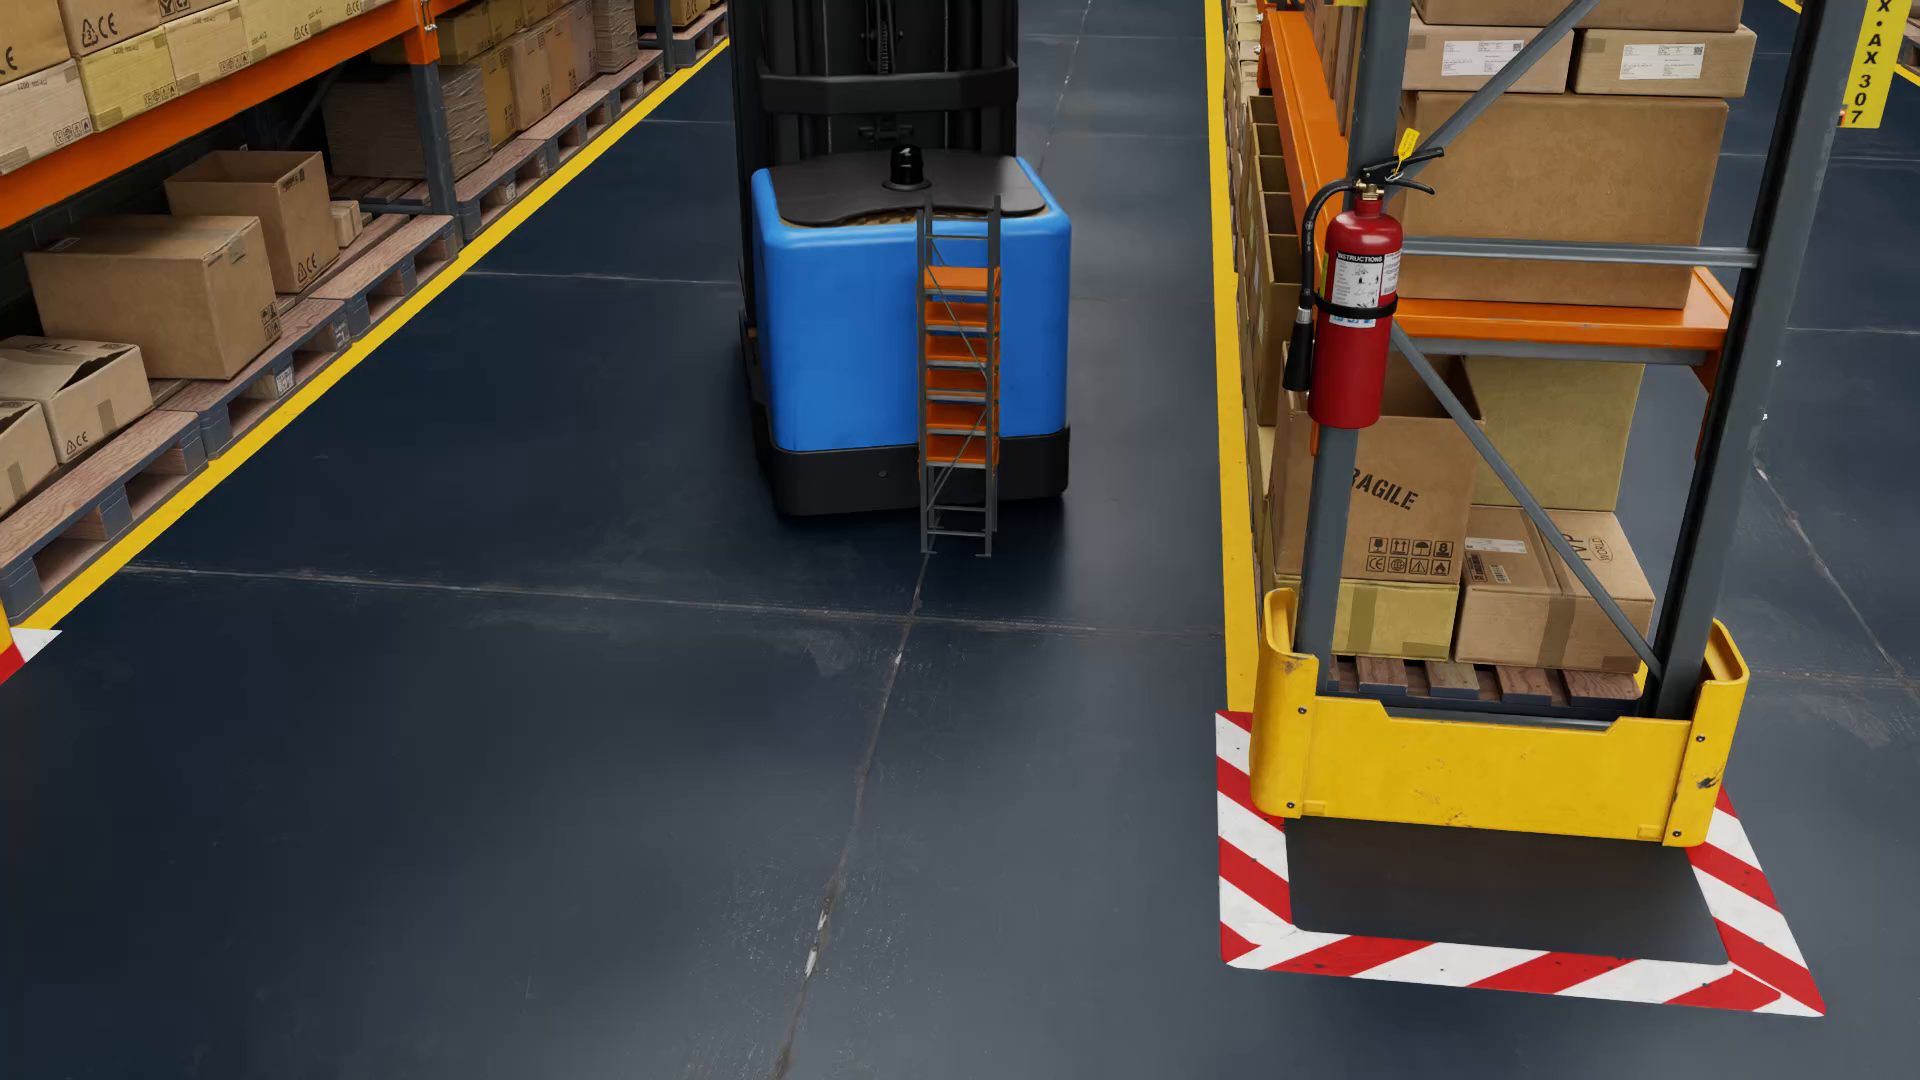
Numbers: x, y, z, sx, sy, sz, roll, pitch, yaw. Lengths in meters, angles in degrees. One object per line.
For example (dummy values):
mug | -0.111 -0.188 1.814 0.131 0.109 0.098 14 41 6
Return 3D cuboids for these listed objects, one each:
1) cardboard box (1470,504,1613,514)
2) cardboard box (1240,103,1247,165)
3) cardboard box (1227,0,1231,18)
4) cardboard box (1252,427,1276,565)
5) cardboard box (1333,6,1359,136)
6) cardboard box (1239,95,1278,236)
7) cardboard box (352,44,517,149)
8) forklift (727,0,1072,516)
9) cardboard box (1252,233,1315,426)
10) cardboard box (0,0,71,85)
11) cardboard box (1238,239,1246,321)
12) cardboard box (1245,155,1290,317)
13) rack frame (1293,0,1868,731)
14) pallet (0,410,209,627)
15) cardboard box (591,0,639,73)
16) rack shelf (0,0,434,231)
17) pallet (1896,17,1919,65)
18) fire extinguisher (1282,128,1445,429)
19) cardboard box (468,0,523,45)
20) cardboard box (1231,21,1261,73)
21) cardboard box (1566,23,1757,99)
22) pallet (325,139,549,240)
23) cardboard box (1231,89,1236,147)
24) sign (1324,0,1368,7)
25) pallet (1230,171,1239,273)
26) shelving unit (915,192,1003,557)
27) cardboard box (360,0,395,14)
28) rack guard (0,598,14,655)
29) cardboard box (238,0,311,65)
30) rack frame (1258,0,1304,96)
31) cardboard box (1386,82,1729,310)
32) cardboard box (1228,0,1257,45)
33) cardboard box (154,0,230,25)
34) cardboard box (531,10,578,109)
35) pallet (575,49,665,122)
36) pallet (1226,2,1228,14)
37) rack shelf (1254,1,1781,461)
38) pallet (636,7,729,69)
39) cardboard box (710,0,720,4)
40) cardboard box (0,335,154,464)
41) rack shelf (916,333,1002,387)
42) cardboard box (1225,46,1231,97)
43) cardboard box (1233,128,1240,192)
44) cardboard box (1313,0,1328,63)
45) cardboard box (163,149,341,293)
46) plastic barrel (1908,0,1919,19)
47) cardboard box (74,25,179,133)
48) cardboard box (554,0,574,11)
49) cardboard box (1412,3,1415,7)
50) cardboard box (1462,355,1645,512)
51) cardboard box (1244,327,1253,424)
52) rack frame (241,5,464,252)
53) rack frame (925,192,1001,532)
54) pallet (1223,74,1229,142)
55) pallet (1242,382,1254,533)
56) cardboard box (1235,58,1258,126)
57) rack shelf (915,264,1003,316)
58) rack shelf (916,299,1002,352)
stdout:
cardboard box | 1.722 -0.102 5.233 0.500 0.250 0.500 3 28 6
cardboard box | 1.633 -1.964 8.098 0.500 0.311 0.500 3 28 6
cardboard box | 2.304 -4.209 12.572 0.500 0.500 0.500 2 28 4
cardboard box | 1.200 -0.133 5.290 0.500 0.250 0.500 3 28 6
cardboard box | 1.635 -1.644 5.534 0.700 0.500 0.500 4 29 8
cardboard box | 1.501 -1.640 7.297 0.500 0.500 0.500 3 28 6
cardboard box | -2.961 -2.508 9.415 0.700 0.500 0.500 3 28 5
forklift | -0.365 -2.052 6.468 1.130 2.935 3.031 -5 29 -8
cardboard box | 1.257 -0.698 5.549 0.500 0.500 0.500 3 28 6
cardboard box | -3.111 -1.651 4.998 0.500 0.500 0.500 3 29 6
cardboard box | 1.444 -1.074 7.037 0.500 0.250 0.500 3 28 6
cardboard box | 1.378 -1.169 6.423 0.500 0.500 0.500 3 28 6
rack frame | 1.378 -0.653 3.799 1.000 3.000 0.127 3 28 6
pallet | -3.395 -0.127 5.763 1.003 0.211 1.213 3 28 6
cardboard box | -2.595 -3.456 11.173 0.700 0.500 0.500 4 29 7
rack shelf | -3.294 -1.563 6.248 1.077 0.370 4.000 3 28 6
pallet | 7.481 -3.847 12.669 1.003 0.211 1.213 3 28 6
fire extinguisher | 0.903 -0.590 3.764 0.296 0.674 0.183 3 28 6
cardboard box | -2.864 -3.045 9.620 0.500 0.250 0.500 3 28 5
cardboard box | 1.882 -2.922 9.877 0.500 0.311 0.500 3 28 5
cardboard box | 1.640 -1.154 3.941 0.380 0.149 0.250 3 28 6
pallet | -2.955 -1.960 9.166 1.003 0.211 1.213 3 28 6
cardboard box | 1.821 -2.440 9.573 0.500 0.250 0.500 4 29 7
sign | 0.841 -1.305 3.538 0.100 0.325 0.005 3 28 6
pallet | 1.920 -1.657 8.603 1.003 0.211 1.213 3 28 6
shelving unit | -0.002 -0.521 5.453 0.258 1.200 0.189 3 28 6
cardboard box | -2.806 -2.524 7.409 0.500 0.250 0.500 3 29 6
rack guard | -3.529 0.126 4.989 1.175 0.500 0.348 3 28 6
cardboard box | -2.921 -2.052 6.533 0.500 0.250 0.500 3 28 6
rack frame | 1.868 -2.535 7.294 1.000 3.000 0.127 3 28 6
cardboard box | 1.448 -0.916 4.181 0.700 0.500 0.500 3 28 6
cardboard box | 2.003 -3.410 10.782 0.500 0.311 0.500 4 29 8
cardboard box | -2.990 -2.137 5.901 0.500 0.500 0.500 4 29 8
cardboard box | -2.806 -2.984 10.299 0.700 0.500 0.500 3 28 6
pallet | -2.656 -3.109 11.298 1.003 0.211 1.213 3 28 6
pallet | 2.786 -4.688 14.230 1.003 0.211 1.213 3 28 6
rack shelf | 1.623 -1.277 5.717 1.077 0.370 4.000 3 28 6
pallet | -2.387 -3.843 12.662 1.003 0.211 1.213 3 28 6
cardboard box | -2.224 -4.693 13.123 0.750 0.750 0.750 3 28 6
cardboard box | -3.295 -0.537 5.956 0.500 0.311 0.500 6 29 10
rack shelf | -0.002 -0.588 5.417 0.258 0.103 0.180 3 28 6
cardboard box | 1.942 -2.927 10.476 0.500 0.250 0.500 3 28 5
cardboard box | 1.695 -1.960 8.681 0.500 0.250 0.500 3 28 5
cardboard box | 1.762 -2.122 6.420 0.700 0.500 0.500 3 28 6
cardboard box | -3.136 -1.424 7.402 0.500 0.500 0.500 1 28 2
plastic barrel | 7.436 -4.252 12.660 0.421 0.512 0.421 0 28 0
cardboard box | -3.046 -1.577 5.652 0.500 0.250 0.500 3 28 5
cardboard box | -2.727 -3.521 10.504 0.500 0.250 0.500 4 29 7
cardboard box | 1.267 -1.296 4.204 0.380 0.149 0.250 4 29 7
cardboard box | 1.724 -0.432 5.055 0.500 0.500 0.500 3 28 6
cardboard box | 1.323 -0.603 6.163 0.500 0.250 0.500 3 28 6
rack frame | -3.048 -2.822 7.825 1.000 3.000 0.127 3 28 6
rack frame | 0.009 -0.564 5.533 0.240 1.200 0.006 3 28 6
pallet | 2.219 -2.805 10.735 1.003 0.211 1.213 3 28 6
pallet | 1.582 -0.360 6.196 1.003 0.211 1.213 3 28 6
cardboard box | 1.754 -2.444 8.989 0.500 0.311 0.500 3 28 6
rack shelf | -0.002 -0.799 5.303 0.258 0.103 0.180 3 28 6
rack shelf | -0.002 -0.694 5.360 0.258 0.103 0.180 3 28 6
